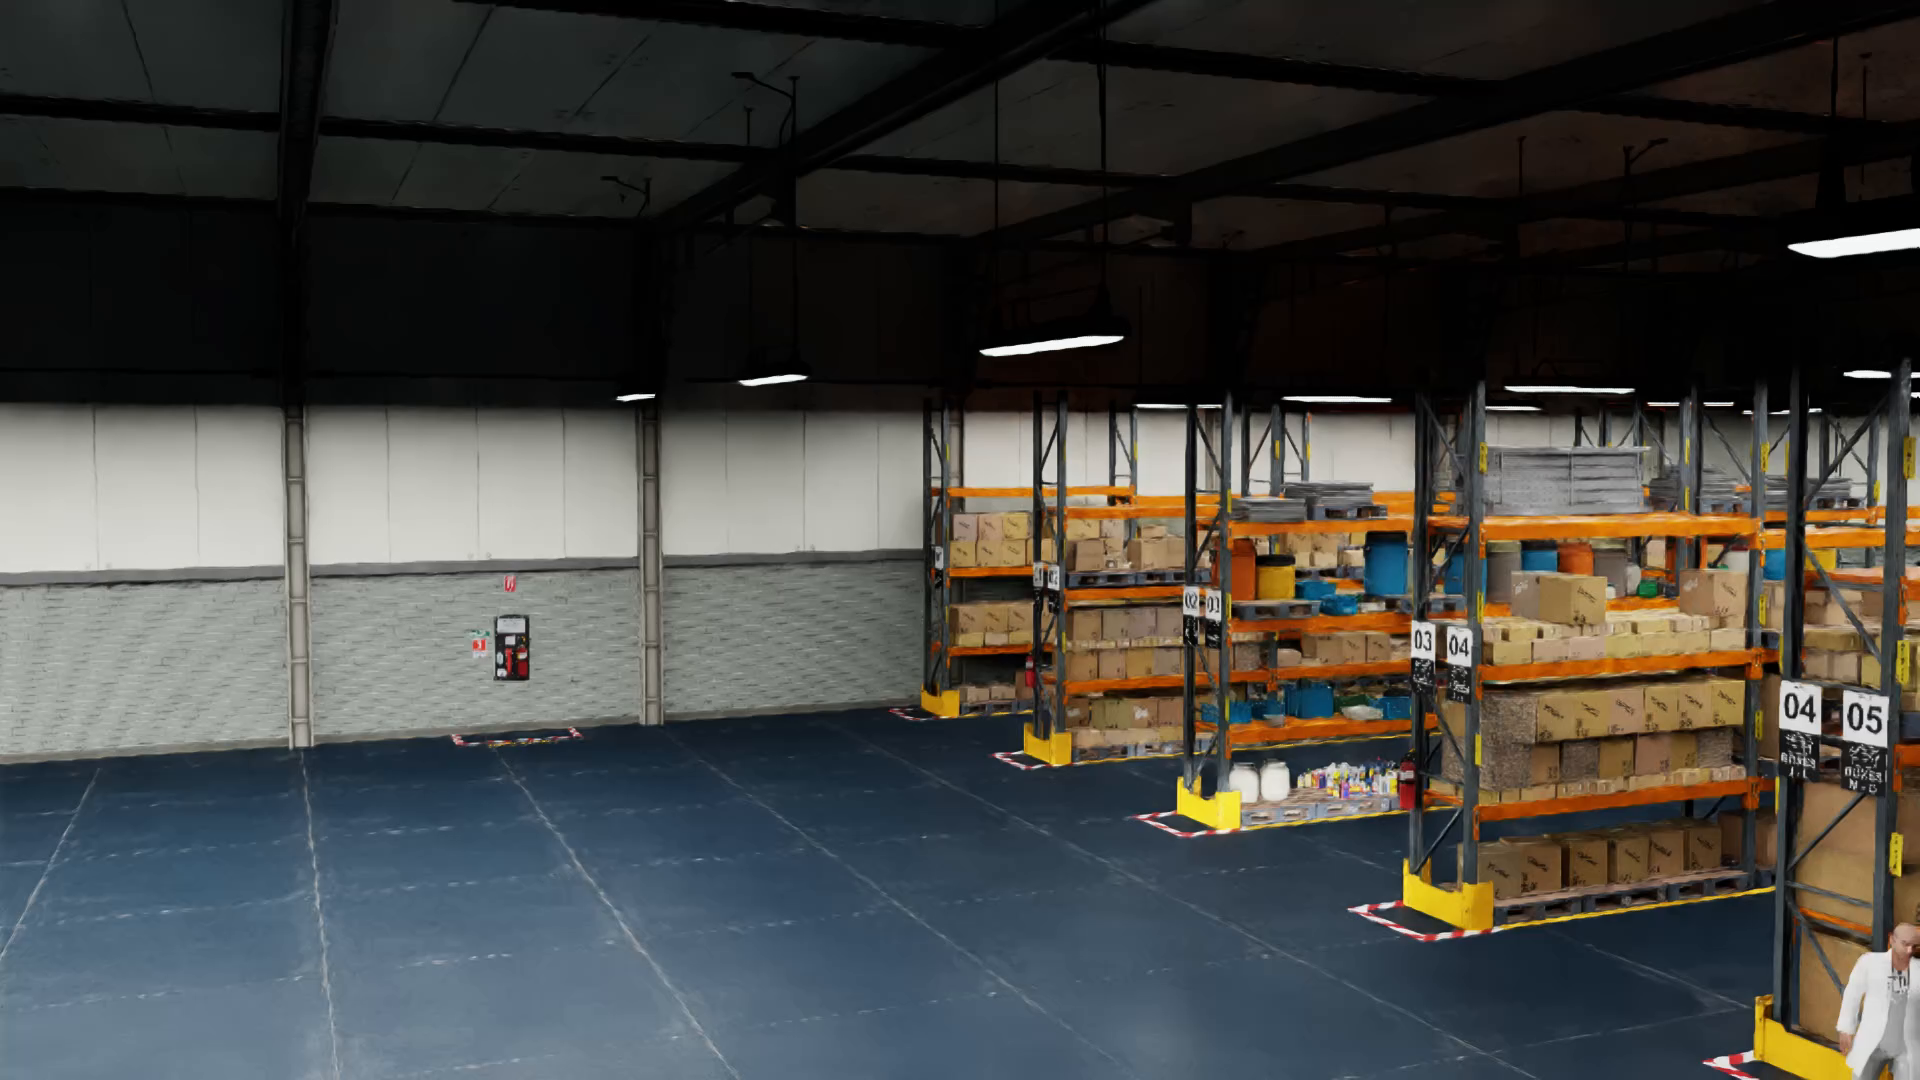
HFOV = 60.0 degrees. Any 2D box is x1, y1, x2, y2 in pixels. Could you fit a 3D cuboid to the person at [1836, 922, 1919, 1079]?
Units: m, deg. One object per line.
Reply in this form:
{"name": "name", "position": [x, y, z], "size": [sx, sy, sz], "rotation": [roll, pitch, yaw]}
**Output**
{"name": "person", "position": [6.626, 3.588, 11.966], "size": [0.752, 1.753, 0.575], "rotation": [2, 4, 27]}
